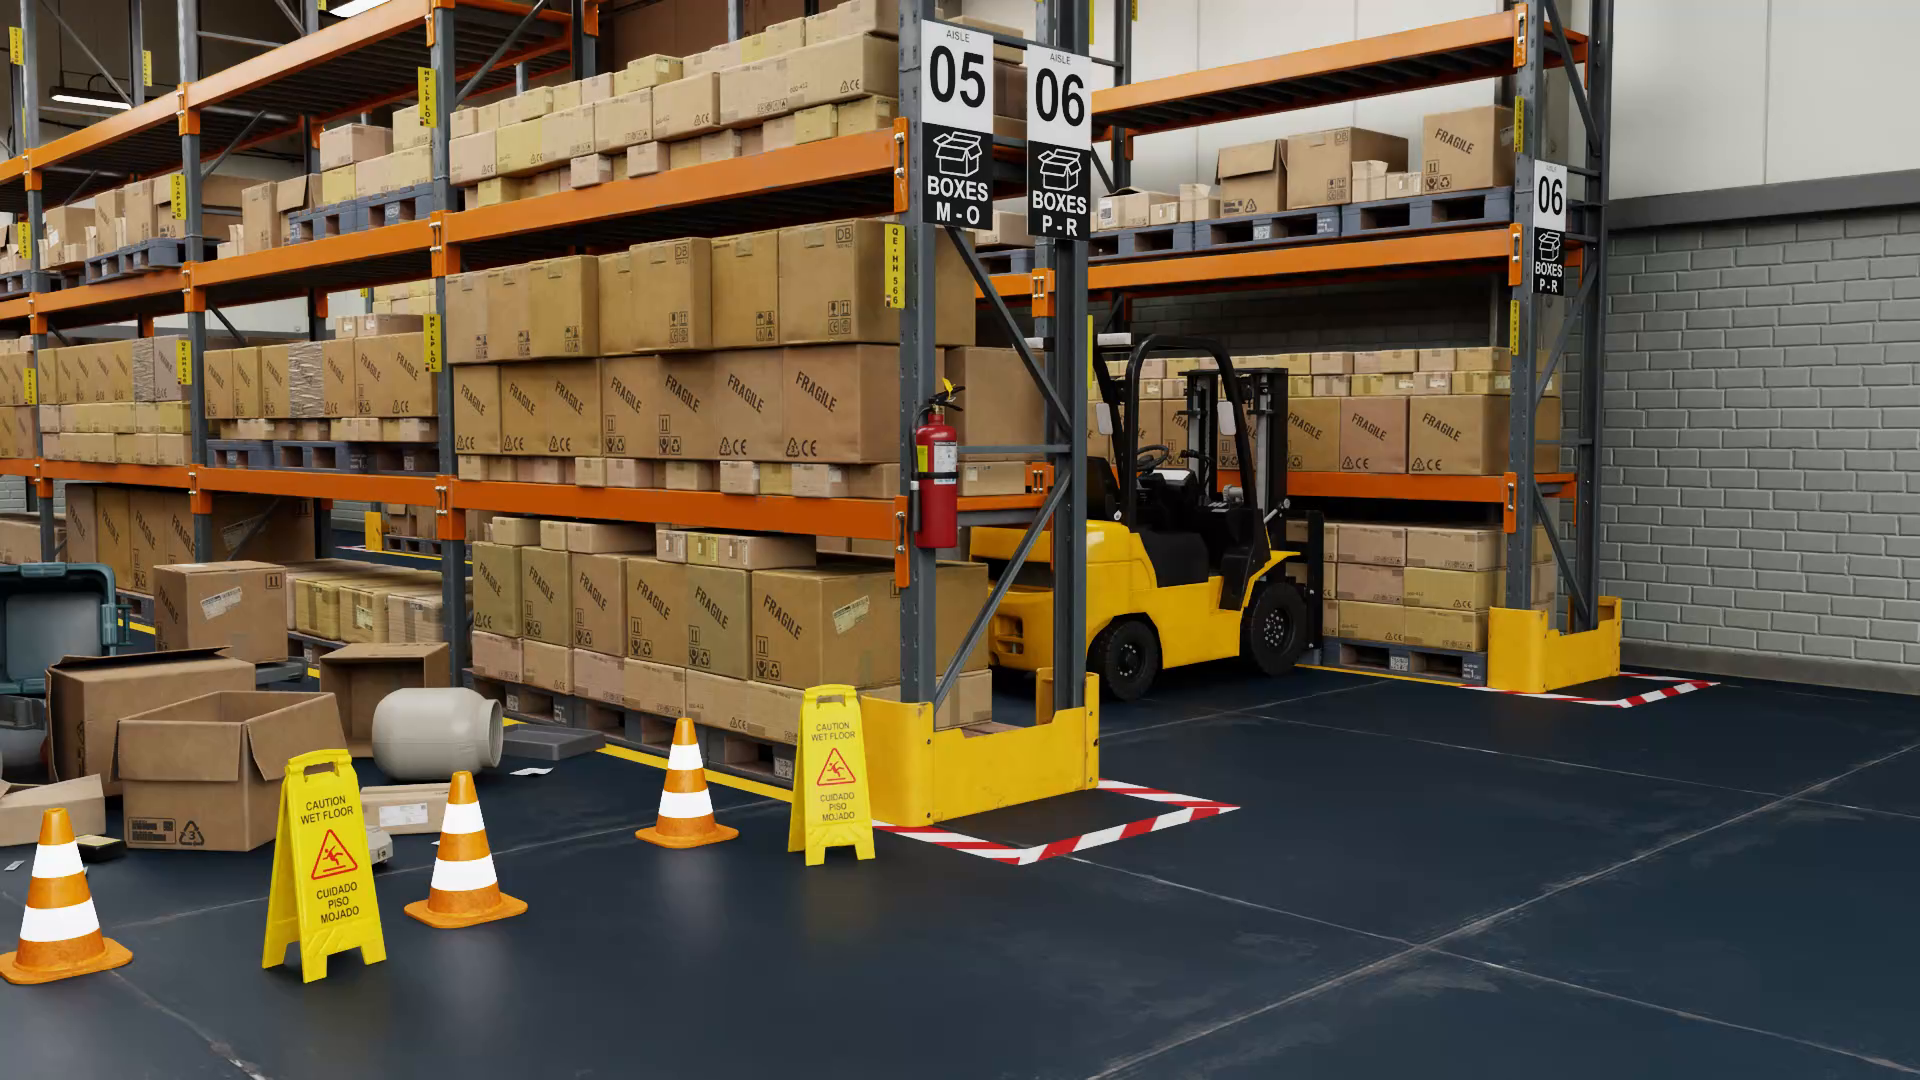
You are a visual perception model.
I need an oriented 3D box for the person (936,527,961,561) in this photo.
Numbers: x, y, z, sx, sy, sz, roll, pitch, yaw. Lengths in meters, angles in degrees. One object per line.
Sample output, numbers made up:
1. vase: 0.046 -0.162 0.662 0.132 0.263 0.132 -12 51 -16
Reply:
1. person: -0.211 -0.041 11.515 0.389 1.736 0.530 -4 5 -43
